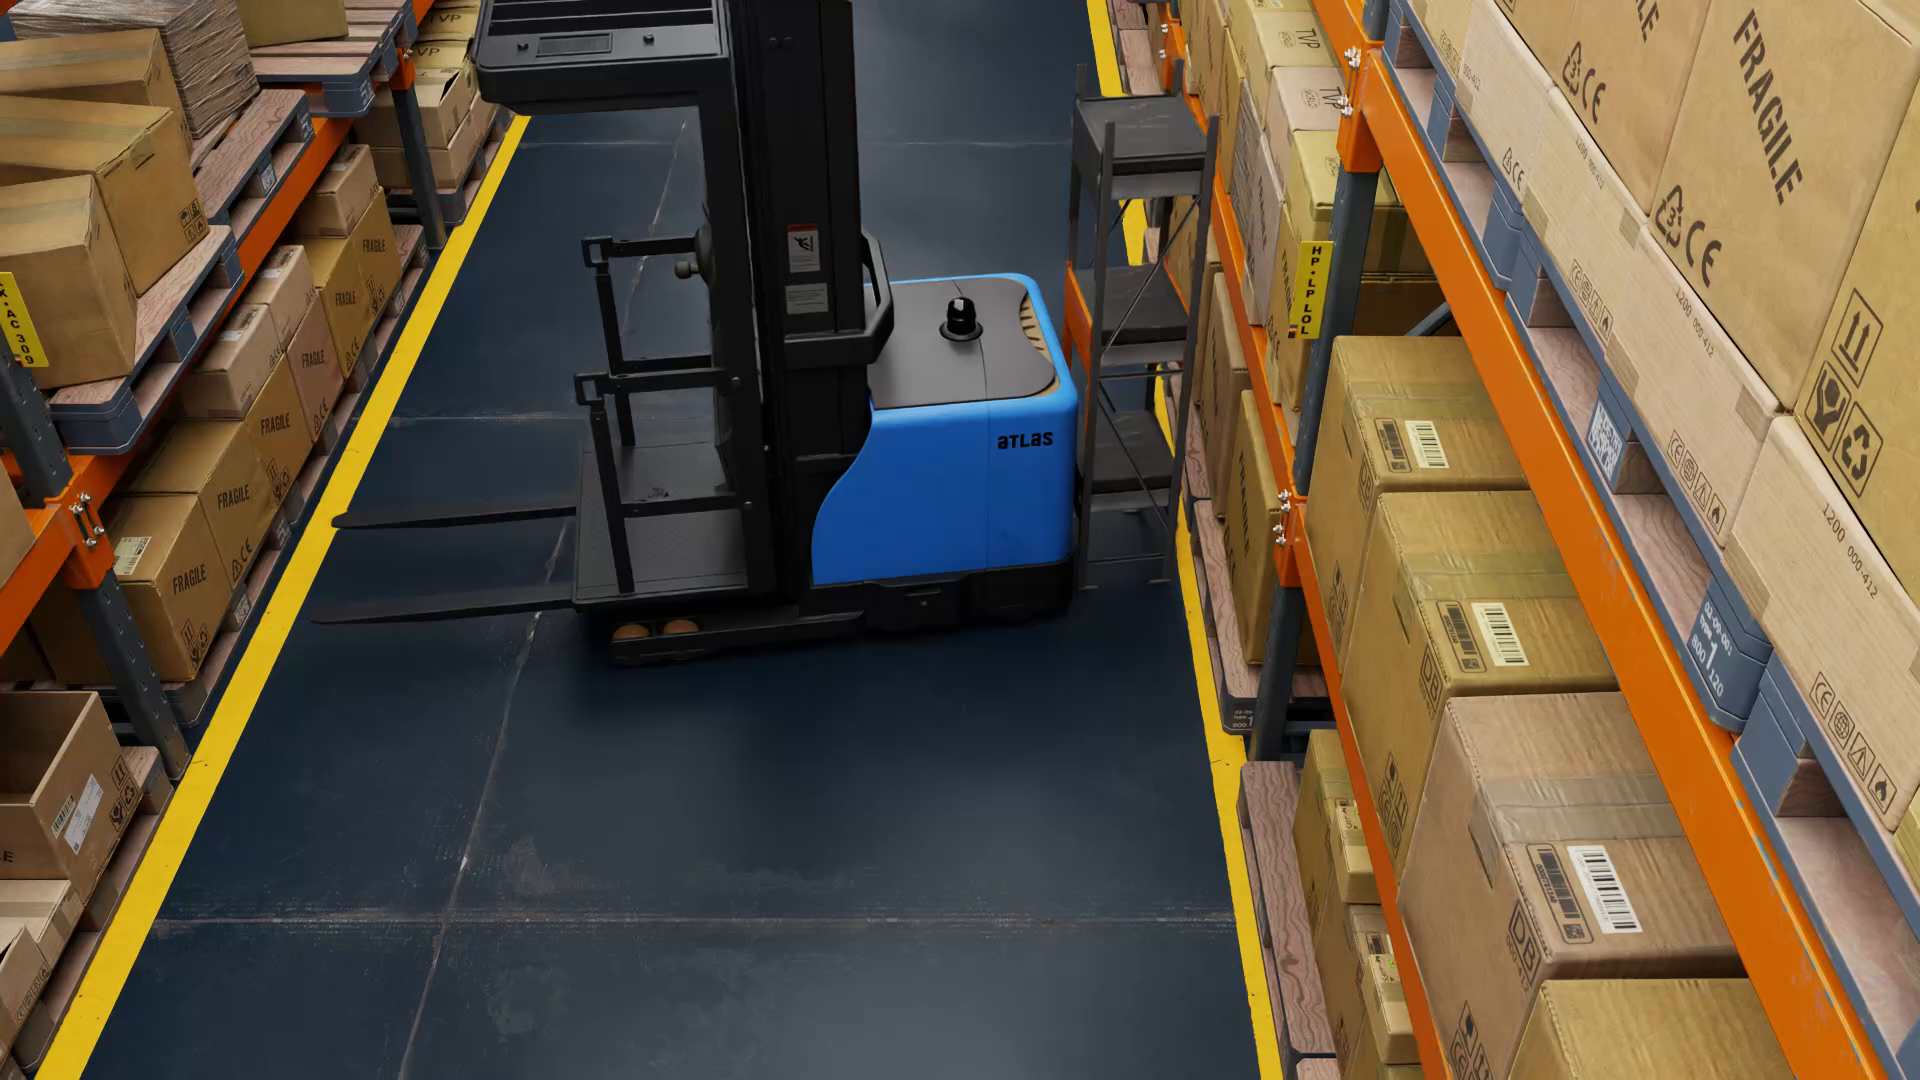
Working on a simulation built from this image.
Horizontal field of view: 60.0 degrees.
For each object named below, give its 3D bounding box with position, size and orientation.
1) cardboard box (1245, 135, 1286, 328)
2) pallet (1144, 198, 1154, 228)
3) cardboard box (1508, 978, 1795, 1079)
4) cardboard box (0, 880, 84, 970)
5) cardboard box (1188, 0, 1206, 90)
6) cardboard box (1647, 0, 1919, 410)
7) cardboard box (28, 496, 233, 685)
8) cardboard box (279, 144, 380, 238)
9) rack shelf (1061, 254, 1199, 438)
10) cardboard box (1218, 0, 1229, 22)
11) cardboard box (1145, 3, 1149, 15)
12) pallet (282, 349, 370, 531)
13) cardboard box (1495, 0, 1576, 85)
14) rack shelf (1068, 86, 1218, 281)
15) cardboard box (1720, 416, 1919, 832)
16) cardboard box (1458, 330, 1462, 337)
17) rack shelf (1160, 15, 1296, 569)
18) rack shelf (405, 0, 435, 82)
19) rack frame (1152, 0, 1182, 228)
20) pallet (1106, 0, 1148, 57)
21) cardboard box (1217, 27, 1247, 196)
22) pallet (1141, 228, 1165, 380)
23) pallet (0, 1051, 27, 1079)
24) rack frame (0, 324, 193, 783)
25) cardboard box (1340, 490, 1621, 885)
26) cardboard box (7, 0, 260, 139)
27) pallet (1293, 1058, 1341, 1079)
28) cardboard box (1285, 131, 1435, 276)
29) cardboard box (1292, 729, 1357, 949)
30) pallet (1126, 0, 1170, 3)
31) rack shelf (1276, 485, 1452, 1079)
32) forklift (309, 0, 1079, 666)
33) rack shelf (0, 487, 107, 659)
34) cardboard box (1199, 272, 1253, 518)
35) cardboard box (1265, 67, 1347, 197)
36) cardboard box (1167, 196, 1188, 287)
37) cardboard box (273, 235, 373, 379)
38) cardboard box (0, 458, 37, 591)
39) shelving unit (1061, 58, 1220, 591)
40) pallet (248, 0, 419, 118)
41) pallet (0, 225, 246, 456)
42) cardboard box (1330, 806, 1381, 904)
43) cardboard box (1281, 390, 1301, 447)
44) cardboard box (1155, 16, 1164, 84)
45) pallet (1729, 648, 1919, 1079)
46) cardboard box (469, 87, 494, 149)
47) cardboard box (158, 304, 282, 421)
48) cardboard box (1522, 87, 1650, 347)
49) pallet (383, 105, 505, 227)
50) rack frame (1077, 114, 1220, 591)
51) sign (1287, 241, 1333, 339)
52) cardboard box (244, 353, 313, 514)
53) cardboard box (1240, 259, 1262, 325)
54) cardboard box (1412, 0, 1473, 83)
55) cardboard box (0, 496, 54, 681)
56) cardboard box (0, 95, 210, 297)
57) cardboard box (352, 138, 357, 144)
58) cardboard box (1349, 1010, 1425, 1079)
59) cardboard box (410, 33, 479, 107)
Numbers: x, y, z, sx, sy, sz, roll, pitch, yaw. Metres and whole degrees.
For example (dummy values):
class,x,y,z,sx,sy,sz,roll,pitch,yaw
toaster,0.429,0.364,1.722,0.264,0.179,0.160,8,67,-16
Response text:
class,x,y,z,sx,sy,sz,roll,pitch,yaw
cardboard box,1.315,-1.090,5.878,0.500,0.500,0.500,0,39,0
pallet,1.574,-2.222,9.854,1.003,0.211,1.213,0,39,0
cardboard box,1.560,1.290,3.001,0.980,0.700,0.700,0,39,0
cardboard box,-3.031,1.217,5.260,0.380,0.149,0.250,0,39,0
cardboard box,1.310,-2.353,7.454,0.500,0.500,0.500,1,39,1
cardboard box,1.310,-0.523,2.210,0.500,0.500,0.500,-2,39,-2
cardboard box,-3.132,0.187,6.265,0.500,0.500,0.500,-2,39,-2
cardboard box,-3.140,-1.684,8.001,0.500,0.250,0.500,1,39,2
rack shelf,0.657,-0.767,6.549,0.431,0.518,0.480,-5,39,-7
cardboard box,1.322,-2.344,6.843,0.500,0.250,0.500,0,39,0
cardboard box,1.637,-3.736,11.160,0.700,0.500,0.500,-1,39,-1
pallet,-3.418,-0.499,7.704,1.003,0.211,1.213,0,39,0
cardboard box,1.305,-1.160,3.005,0.500,0.500,0.500,-1,39,-1
rack shelf,0.658,-1.313,6.112,0.431,0.518,0.480,-5,39,-7
cardboard box,1.315,0.083,2.053,0.500,0.250,0.500,-1,39,-2
cardboard box,1.830,-0.771,5.479,0.500,0.500,0.500,-1,39,-2
rack shelf,1.576,-1.290,7.036,1.077,0.370,4.000,0,39,0
rack shelf,-3.382,-3.785,10.150,1.077,0.370,4.000,0,39,0
rack frame,1.574,-2.821,8.372,1.000,3.000,0.127,0,39,0
pallet,1.571,-3.748,11.758,1.003,0.211,1.213,0,39,0
cardboard box,1.317,-1.717,6.660,0.500,0.500,0.500,1,39,1
pallet,1.499,-1.240,8.629,1.003,0.211,1.213,0,39,0
pallet,-3.371,1.968,4.625,1.003,0.211,1.213,0,39,0
rack frame,-3.375,-0.314,5.243,1.000,3.000,0.127,0,39,0
cardboard box,1.558,0.359,4.164,0.980,0.700,0.700,-1,39,-1
cardboard box,-3.457,-2.053,6.997,0.700,0.500,0.500,7,39,8
pallet,1.505,2.009,4.575,1.003,0.211,1.213,0,39,0
cardboard box,1.322,-1.067,5.250,0.500,0.250,0.500,1,39,1
cardboard box,1.477,0.959,5.317,0.700,0.500,0.500,0,39,1
pallet,1.466,-3.192,8.988,1.213,0.211,1.003,0,39,0
rack shelf,1.581,1.211,3.915,1.077,0.370,4.000,0,39,0
forklift,-1.098,-0.998,6.152,3.031,2.935,1.130,-5,39,-7
rack shelf,-3.373,1.217,3.908,1.077,0.370,4.000,0,39,0
cardboard box,1.444,-0.607,6.992,0.750,0.750,0.750,1,39,1
cardboard box,1.331,-1.387,5.649,0.500,0.250,0.500,1,39,1
cardboard box,1.443,-1.686,8.339,0.750,0.750,0.750,-1,39,-1
cardboard box,-3.144,-1.103,7.875,0.500,0.500,0.500,-1,39,-2
cardboard box,-3.118,-0.041,4.822,0.500,0.500,0.500,1,39,1
shelving unit,0.657,-0.778,6.541,0.431,2.100,0.503,-5,39,-7
pallet,-3.309,-2.317,7.896,1.213,0.211,1.003,0,39,0
pallet,-3.267,-0.739,5.927,1.003,0.211,1.213,0,39,0
cardboard box,1.294,0.920,4.847,0.380,0.149,0.250,1,39,1
cardboard box,1.295,-0.441,5.586,0.380,0.149,0.250,0,39,0
cardboard box,1.607,-3.101,10.368,0.700,0.500,0.500,0,39,0
pallet,1.572,0.582,1.798,1.003,0.211,1.213,0,39,0
cardboard box,-3.088,-2.548,9.894,0.500,0.250,0.500,-1,39,-1
cardboard box,-3.133,-0.731,6.811,0.500,0.250,0.500,0,39,0
cardboard box,1.310,-0.563,2.860,0.500,0.250,0.500,-1,39,-1
pallet,-3.342,-2.242,9.879,1.003,0.211,1.213,0,39,0
rack frame,0.692,-0.626,6.352,0.400,2.100,0.015,-5,39,-7
sign,1.036,-0.734,4.905,0.100,0.325,0.005,0,39,0
cardboard box,-3.137,-0.459,7.071,0.500,0.500,0.500,0,39,0
cardboard box,1.256,-0.926,6.192,0.380,0.149,0.250,0,39,0
cardboard box,1.315,-1.203,3.657,0.500,0.250,0.500,0,39,0
cardboard box,-3.663,0.181,6.272,0.500,0.500,0.500,0,39,0
cardboard box,-3.216,-1.243,5.987,0.700,0.500,0.500,6,39,7
cardboard box,-3.625,-2.235,9.504,0.500,0.250,0.500,1,39,1
cardboard box,1.472,1.594,4.525,0.700,0.500,0.500,1,39,1
cardboard box,-3.096,-2.781,9.737,0.500,0.311,0.500,-1,39,-1
